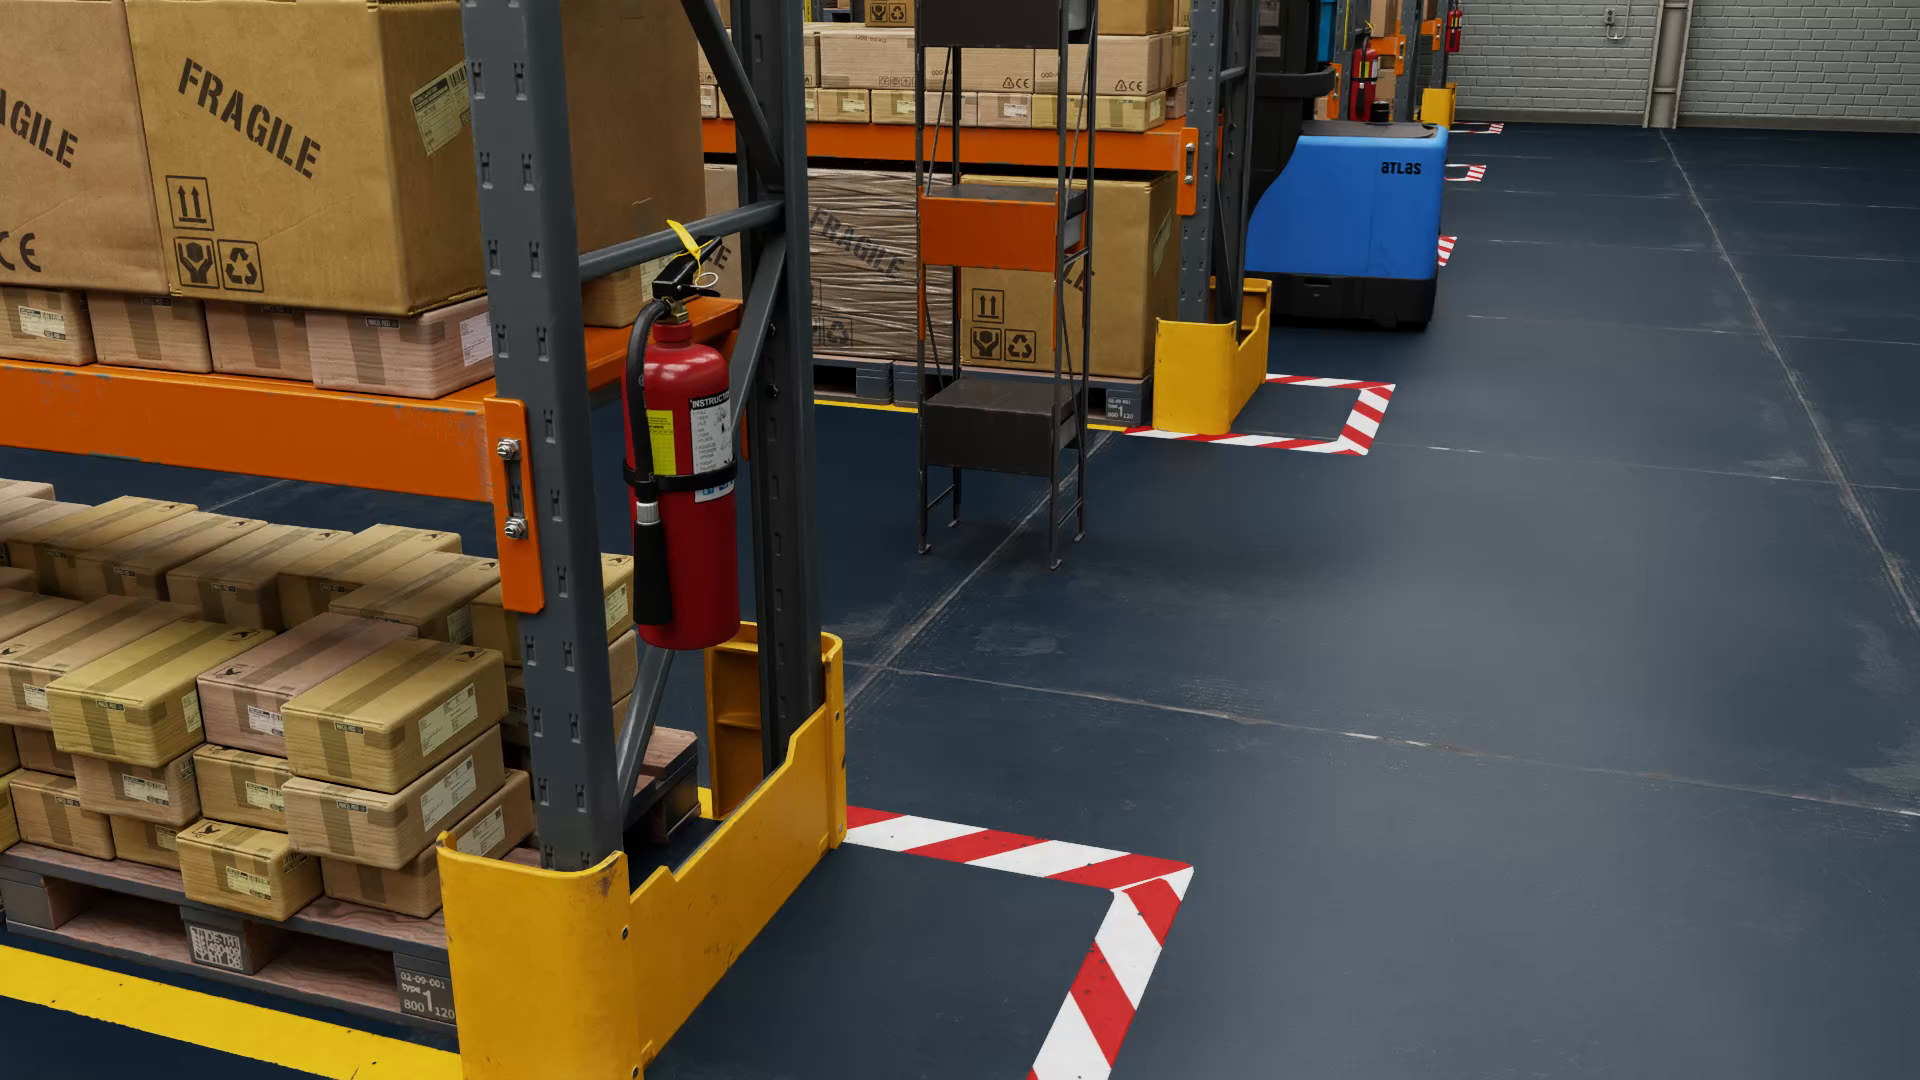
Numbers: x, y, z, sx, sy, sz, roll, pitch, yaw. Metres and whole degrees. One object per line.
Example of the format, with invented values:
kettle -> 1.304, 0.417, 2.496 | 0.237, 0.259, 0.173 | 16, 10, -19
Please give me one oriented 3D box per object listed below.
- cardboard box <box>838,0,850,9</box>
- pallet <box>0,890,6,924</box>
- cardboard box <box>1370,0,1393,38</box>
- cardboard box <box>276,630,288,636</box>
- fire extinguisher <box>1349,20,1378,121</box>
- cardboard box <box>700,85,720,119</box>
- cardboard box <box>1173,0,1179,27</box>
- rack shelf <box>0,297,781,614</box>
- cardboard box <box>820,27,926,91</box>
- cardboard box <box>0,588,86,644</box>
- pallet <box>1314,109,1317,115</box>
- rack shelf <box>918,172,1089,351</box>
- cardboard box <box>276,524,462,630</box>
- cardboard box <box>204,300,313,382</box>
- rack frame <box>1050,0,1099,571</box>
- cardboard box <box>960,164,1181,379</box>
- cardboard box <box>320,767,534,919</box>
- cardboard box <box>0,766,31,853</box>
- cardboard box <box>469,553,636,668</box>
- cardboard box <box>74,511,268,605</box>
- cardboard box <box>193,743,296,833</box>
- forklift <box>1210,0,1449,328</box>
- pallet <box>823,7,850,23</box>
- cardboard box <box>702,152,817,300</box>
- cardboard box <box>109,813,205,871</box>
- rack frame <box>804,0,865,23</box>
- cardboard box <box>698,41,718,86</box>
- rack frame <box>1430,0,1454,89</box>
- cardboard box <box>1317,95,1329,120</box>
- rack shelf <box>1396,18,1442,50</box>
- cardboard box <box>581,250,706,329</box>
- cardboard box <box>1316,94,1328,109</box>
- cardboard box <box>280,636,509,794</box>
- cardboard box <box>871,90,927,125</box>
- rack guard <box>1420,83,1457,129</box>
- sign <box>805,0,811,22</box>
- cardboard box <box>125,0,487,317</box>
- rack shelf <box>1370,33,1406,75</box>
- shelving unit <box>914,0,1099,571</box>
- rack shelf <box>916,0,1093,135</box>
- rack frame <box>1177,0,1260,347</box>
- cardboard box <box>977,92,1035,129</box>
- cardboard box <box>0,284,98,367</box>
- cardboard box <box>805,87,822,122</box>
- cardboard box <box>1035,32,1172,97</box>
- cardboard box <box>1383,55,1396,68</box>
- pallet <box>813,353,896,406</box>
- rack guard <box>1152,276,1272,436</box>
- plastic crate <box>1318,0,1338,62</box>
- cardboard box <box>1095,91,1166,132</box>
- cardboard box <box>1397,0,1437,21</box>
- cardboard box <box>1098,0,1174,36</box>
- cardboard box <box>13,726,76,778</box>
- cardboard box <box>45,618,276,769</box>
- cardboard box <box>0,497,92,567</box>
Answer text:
cardboard box -> -1.029, -6.007, 17.962 | 0.500, 0.500, 0.700 | 1, 19, 4
pallet -> -2.515, 0.531, 4.233 | 1.213, 0.211, 1.003 | 7, 20, 18
cardboard box -> 3.927, -5.169, 16.195 | 0.500, 0.500, 0.500 | 7, 20, 20
cardboard box -> -1.656, 0.217, 4.138 | 0.250, 0.149, 0.380 | 7, 20, 20
fire extinguisher -> 2.803, -3.248, 11.520 | 0.183, 0.674, 0.296 | 7, 20, 18
cardboard box -> -1.199, -2.116, 7.972 | 0.250, 0.149, 0.380 | 7, 20, 19
cardboard box -> 2.009, -5.388, 16.825 | 0.500, 0.500, 0.500 | 6, 20, 18
rack shelf -> -2.428, -0.423, 3.826 | 4.000, 0.370, 1.077 | 7, 20, 18
cardboard box -> -0.320, -2.227, 7.685 | 0.500, 0.250, 0.500 | 6, 20, 16
cardboard box -> -2.122, 0.249, 3.594 | 0.250, 0.149, 0.380 | 7, 21, 20
pallet -> 4.132, -5.576, 21.752 | 1.213, 0.211, 1.003 | 7, 20, 18
rack shelf -> 0.156, -0.961, 5.684 | 0.480, 0.518, 0.431 | 7, 20, 18
cardboard box -> -1.418, 0.099, 4.026 | 0.250, 0.149, 0.380 | 6, 20, 18
cardboard box -> -1.162, -0.414, 3.088 | 0.250, 0.149, 0.380 | 6, 20, 18
rack frame -> 0.387, -0.947, 5.604 | 0.015, 2.100, 0.400 | 7, 20, 18
cardboard box -> 0.554, -1.317, 7.888 | 0.875, 0.875, 0.875 | 7, 20, 18
cardboard box -> -1.104, 0.609, 3.465 | 0.250, 0.149, 0.380 | 7, 20, 19
cardboard box -> -2.101, 0.527, 3.701 | 0.250, 0.149, 0.380 | 6, 20, 16
cardboard box -> -0.922, 0.158, 3.855 | 0.250, 0.149, 0.380 | 6, 20, 16
cardboard box -> -1.938, 0.065, 4.123 | 0.250, 0.149, 0.380 | 7, 21, 20
cardboard box -> -1.360, 0.447, 3.477 | 0.250, 0.149, 0.380 | 6, 20, 17
forklift -> 1.352, -2.848, 9.794 | 3.031, 2.935, 1.130 | 6, 20, 16
pallet -> -1.279, -5.723, 18.228 | 1.213, 0.211, 1.003 | 7, 20, 18
cardboard box -> -1.146, -1.512, 8.446 | 0.875, 0.875, 0.875 | 7, 20, 18
cardboard box -> -1.602, 0.558, 3.613 | 0.250, 0.149, 0.380 | 6, 20, 18
rack frame -> -0.968, -4.050, 13.138 | 0.127, 3.000, 1.000 | 7, 20, 18
cardboard box -> -1.277, -2.338, 8.002 | 0.500, 0.250, 0.500 | 7, 20, 19
rack frame -> 6.061, -6.698, 20.735 | 0.127, 3.000, 1.000 | 7, 20, 18
cardboard box -> 3.845, -4.167, 16.603 | 0.500, 0.500, 0.500 | 7, 20, 18
rack shelf -> 4.172, -6.575, 21.473 | 4.000, 0.370, 1.077 | 7, 20, 18
cardboard box -> -0.737, -0.565, 3.522 | 0.250, 0.149, 0.380 | 6, 20, 18
cardboard box -> 4.894, -5.815, 21.360 | 0.500, 0.500, 0.700 | 6, 20, 18
cardboard box -> -1.122, 0.342, 3.328 | 0.250, 0.149, 0.380 | 7, 20, 19
cardboard box -> -0.225, -2.005, 7.654 | 0.250, 0.149, 0.380 | 6, 20, 17
rack guard -> 6.084, -5.515, 21.139 | 0.348, 0.500, 1.175 | 7, 20, 18
sign -> -1.151, -4.010, 12.602 | 0.005, 0.325, 0.100 | 7, 20, 18
cardboard box -> -1.047, -0.703, 2.932 | 0.500, 0.500, 0.500 | 7, 20, 19
rack shelf -> 2.550, -5.034, 17.054 | 4.000, 0.370, 1.077 | 7, 20, 18
shelving unit -> 0.156, -0.974, 5.679 | 0.503, 2.100, 0.431 | 7, 20, 18
rack shelf -> 0.156, -1.622, 5.453 | 0.480, 0.518, 0.431 | 7, 20, 18
rack frame -> 1.185, -2.078, 7.480 | 0.127, 3.000, 1.000 | 7, 20, 18
cardboard box -> 0.256, -1.951, 7.497 | 0.250, 0.149, 0.380 | 7, 20, 18
cardboard box -> -1.652, -0.457, 3.211 | 0.250, 0.149, 0.380 | 7, 20, 20
cardboard box -> -0.704, -2.061, 7.812 | 0.250, 0.149, 0.380 | 7, 20, 19
cardboard box -> 0.640, -2.117, 7.370 | 0.500, 0.250, 0.500 | 6, 20, 17
cardboard box -> 5.551, -6.116, 21.238 | 0.250, 0.149, 0.380 | 7, 20, 18
pallet -> -0.745, -0.956, 8.497 | 1.213, 0.211, 1.003 | 7, 20, 18
rack guard -> 1.207, -0.895, 7.884 | 0.348, 0.500, 1.175 | 7, 20, 18
plastic crate -> 2.432, -3.641, 11.820 | 0.499, 0.435, 0.616 | 7, 20, 18
cardboard box -> 0.740, -1.895, 7.338 | 0.250, 0.149, 0.380 | 7, 20, 19
cardboard box -> 5.576, -6.892, 20.835 | 0.700, 0.700, 0.980 | 7, 21, 21
cardboard box -> 0.638, -2.473, 7.249 | 0.500, 0.500, 0.500 | 7, 20, 19
cardboard box -> -1.842, 0.376, 3.682 | 0.250, 0.149, 0.380 | 6, 20, 17
cardboard box -> -1.627, 0.308, 3.424 | 0.250, 0.149, 0.380 | 6, 20, 17
cardboard box -> -2.440, 0.025, 4.238 | 0.250, 0.149, 0.380 | 7, 20, 18
